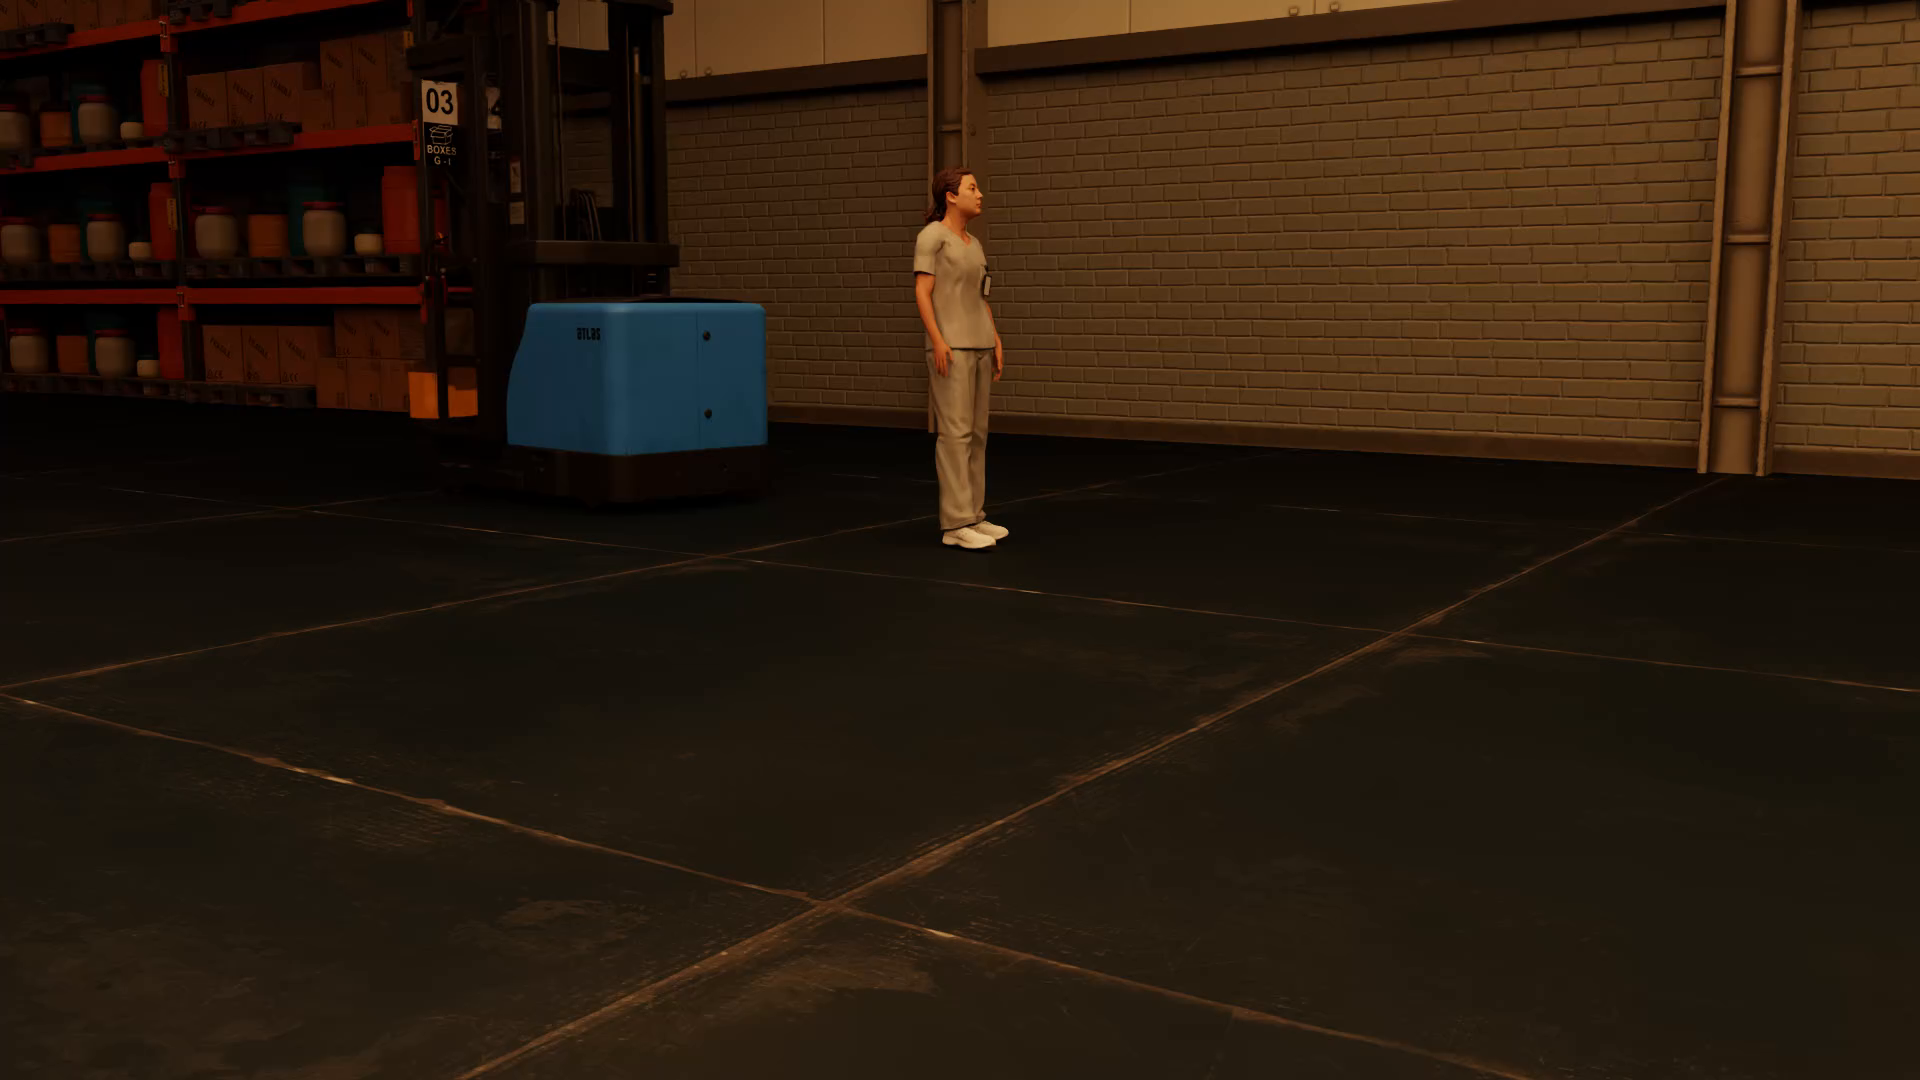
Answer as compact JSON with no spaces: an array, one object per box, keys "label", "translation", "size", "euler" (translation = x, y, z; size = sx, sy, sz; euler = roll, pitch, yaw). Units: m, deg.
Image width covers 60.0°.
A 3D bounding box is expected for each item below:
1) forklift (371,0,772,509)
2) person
[{"label":"forklift","translation":[-2.435,-1.763,9.591],"size":[3.031,2.935,1.130],"euler":[8,11,44]},{"label":"person","translation":[0.054,-0.830,7.432],"size":[0.548,1.673,0.549],"euler":[5,10,34]}]
